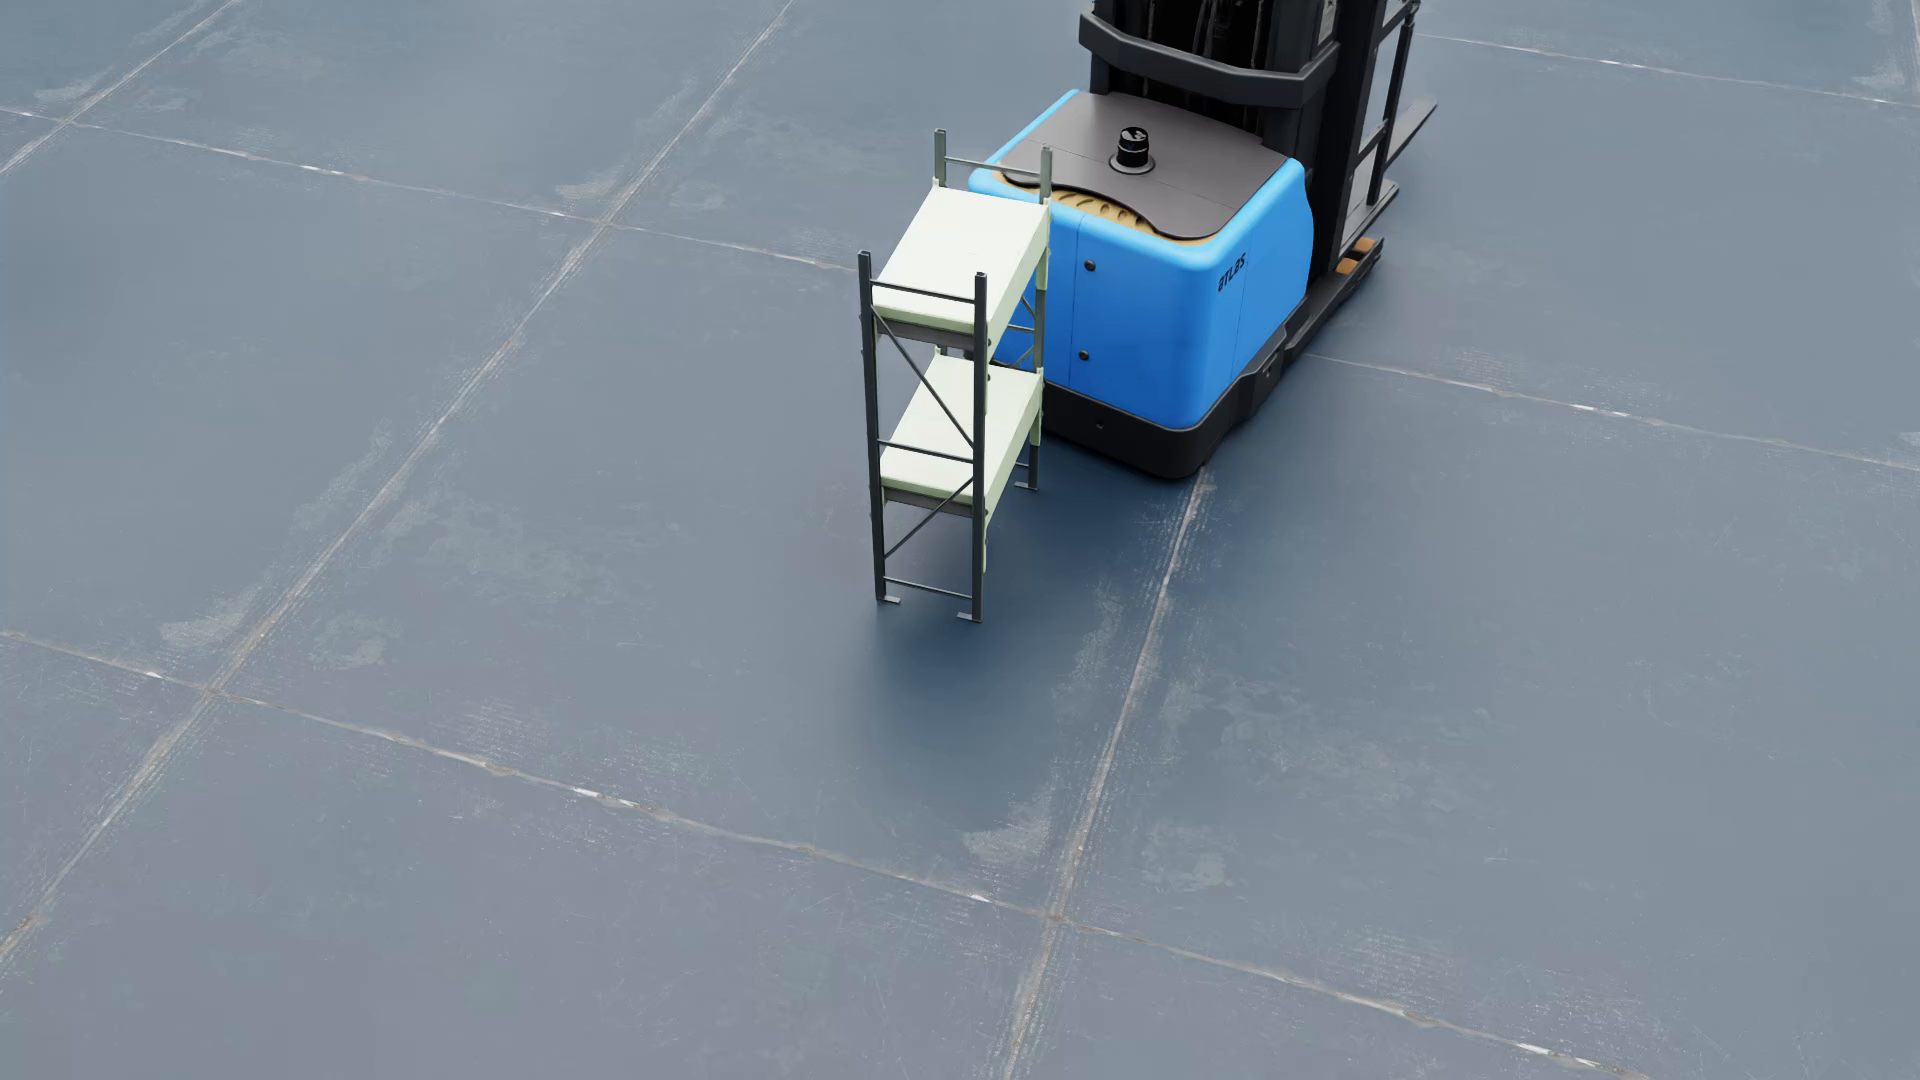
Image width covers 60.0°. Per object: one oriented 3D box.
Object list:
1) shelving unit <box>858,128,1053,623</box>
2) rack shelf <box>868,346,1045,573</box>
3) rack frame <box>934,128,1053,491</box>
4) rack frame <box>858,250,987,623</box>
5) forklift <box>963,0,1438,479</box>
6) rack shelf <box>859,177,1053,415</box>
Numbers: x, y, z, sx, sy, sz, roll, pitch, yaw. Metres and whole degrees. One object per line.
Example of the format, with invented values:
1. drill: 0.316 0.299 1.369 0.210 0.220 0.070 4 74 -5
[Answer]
1. shelving unit: -0.002 -0.532 5.721 0.431 1.500 0.755 13 46 12
2. rack shelf: -0.002 -0.299 5.949 0.431 0.370 0.720 13 46 12
3. rack frame: 0.109 -0.776 5.970 0.400 1.500 0.023 13 46 12
4. rack frame: -0.113 -0.288 5.472 0.400 1.500 0.023 13 46 12
5. forklift: 1.235 -2.290 6.495 1.130 2.935 3.031 24 49 23
6. rack shelf: -0.002 -0.811 5.448 0.431 0.370 0.720 13 46 12
